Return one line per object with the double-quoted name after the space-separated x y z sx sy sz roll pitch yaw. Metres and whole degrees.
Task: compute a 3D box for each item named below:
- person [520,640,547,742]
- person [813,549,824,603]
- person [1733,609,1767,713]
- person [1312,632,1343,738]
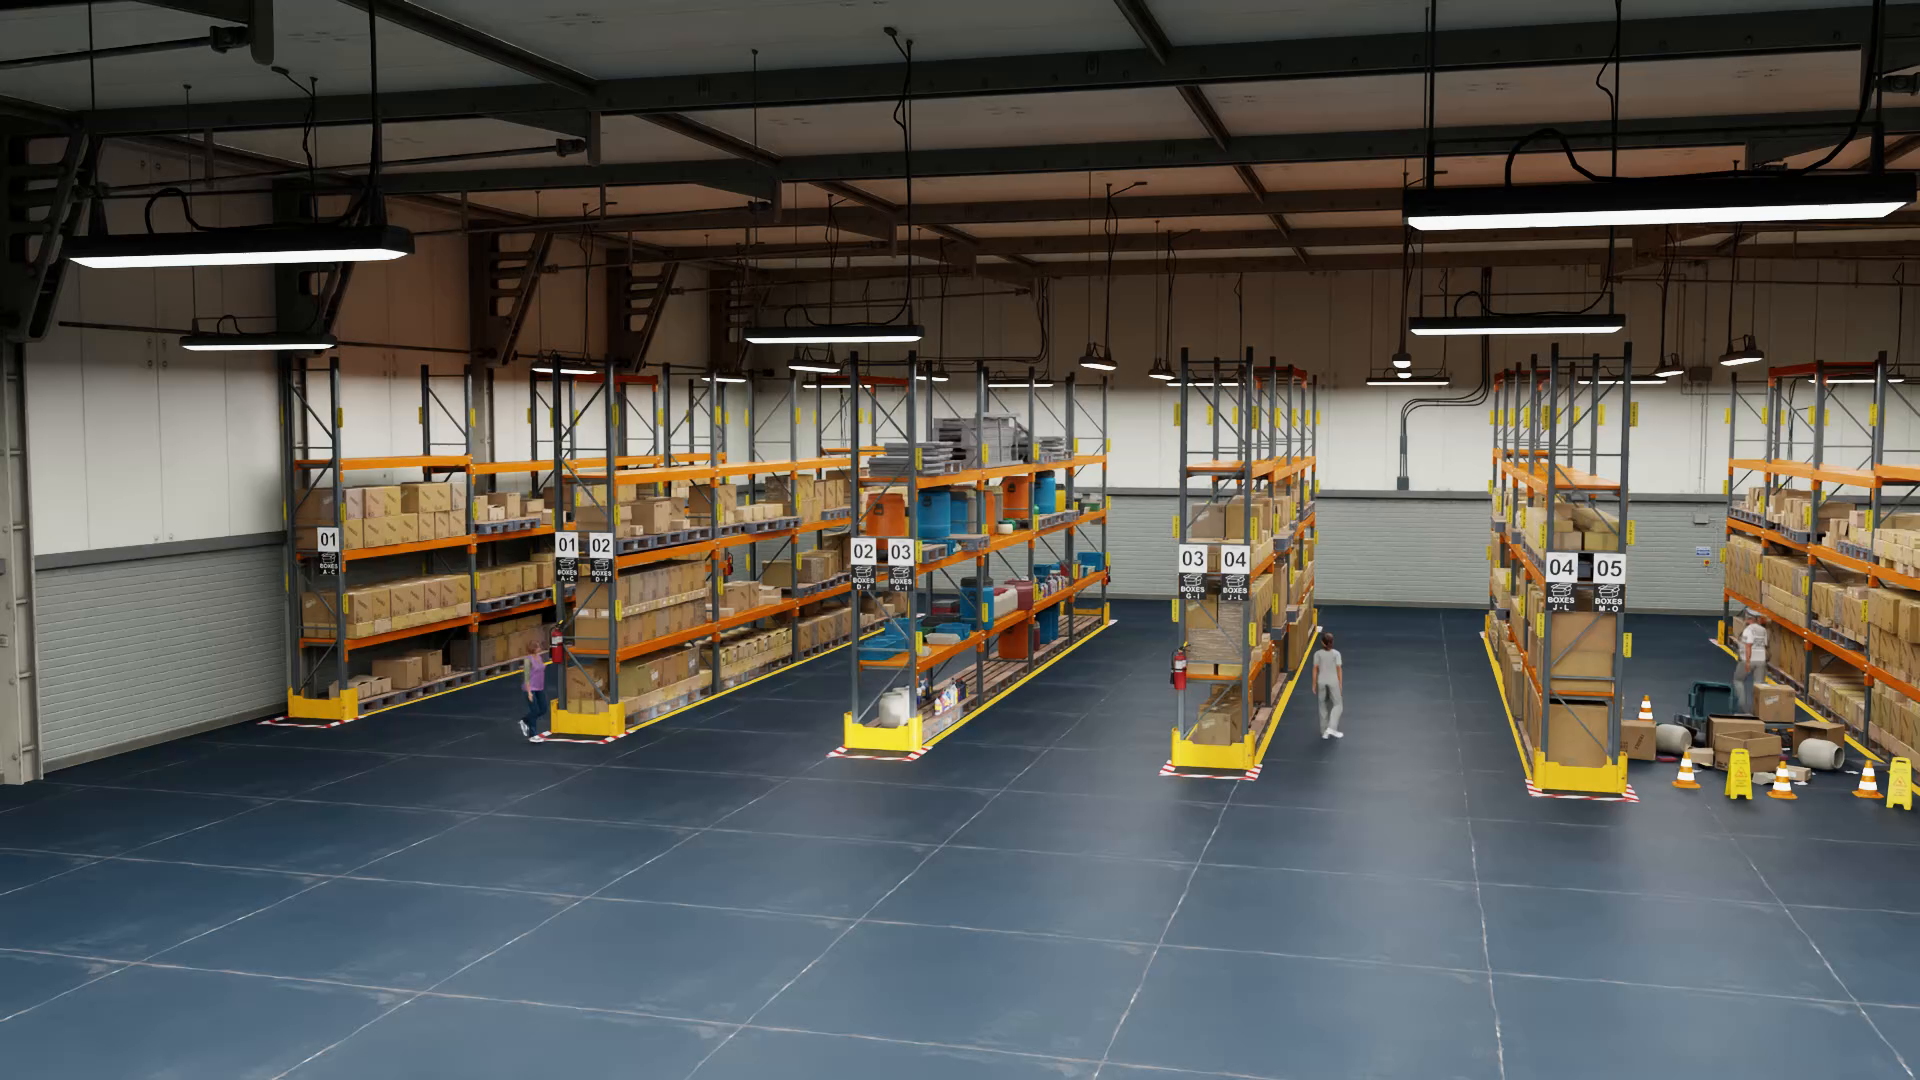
-6.628 2.314 25.653 0.550 1.581 0.412 2 5 27 "person"
-3.750 1.031 42.978 0.511 1.595 1.021 1 4 12 "person"
13.413 2.073 28.107 0.535 1.773 0.684 0 4 -2 "person"
5.739 2.272 25.927 0.487 1.667 0.534 1 4 17 "person"
